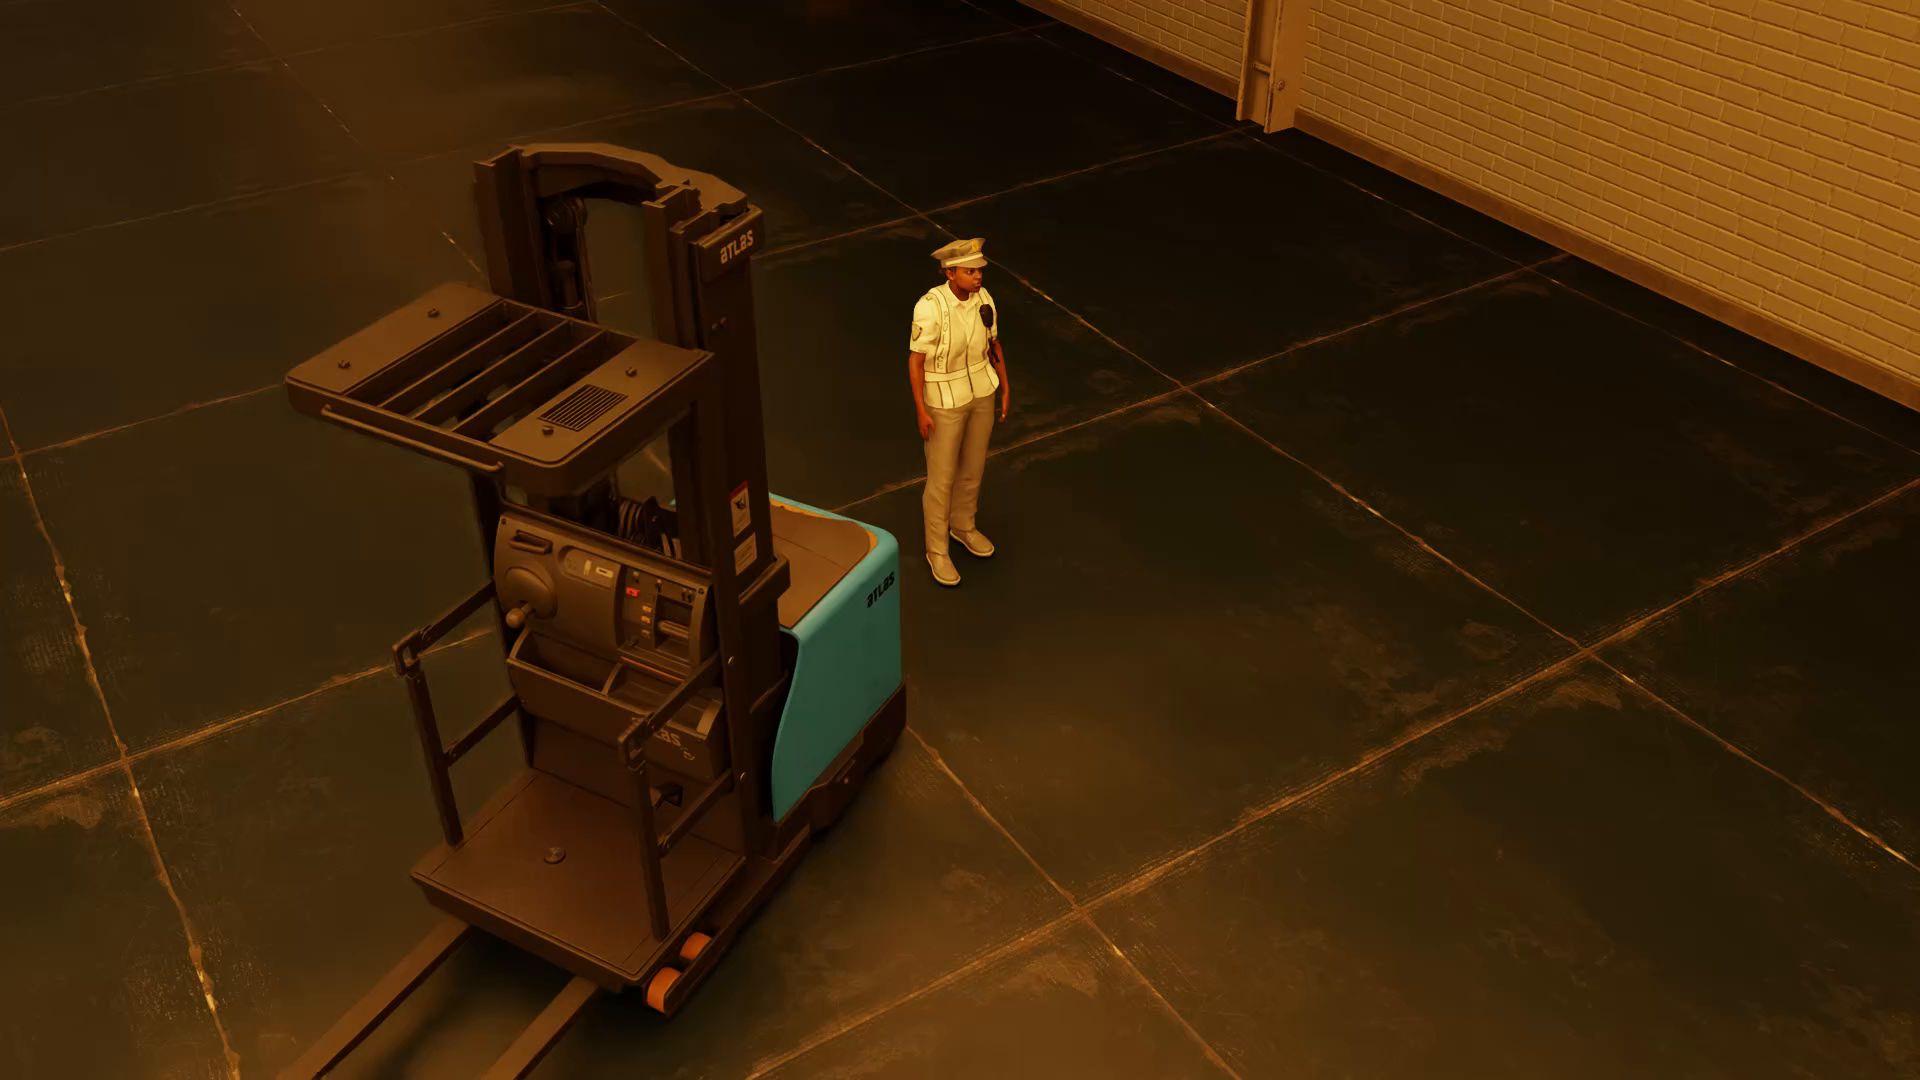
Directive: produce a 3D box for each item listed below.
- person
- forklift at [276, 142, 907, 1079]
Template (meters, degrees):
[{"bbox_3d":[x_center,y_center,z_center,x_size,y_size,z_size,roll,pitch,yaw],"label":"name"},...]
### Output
[{"bbox_3d":[0.024,-0.657,8.146,0.570,1.695,0.530,-21,40,-27],"label":"person"},{"bbox_3d":[-1.387,0.261,5.777,1.130,2.935,3.031,17,39,23],"label":"forklift"}]
